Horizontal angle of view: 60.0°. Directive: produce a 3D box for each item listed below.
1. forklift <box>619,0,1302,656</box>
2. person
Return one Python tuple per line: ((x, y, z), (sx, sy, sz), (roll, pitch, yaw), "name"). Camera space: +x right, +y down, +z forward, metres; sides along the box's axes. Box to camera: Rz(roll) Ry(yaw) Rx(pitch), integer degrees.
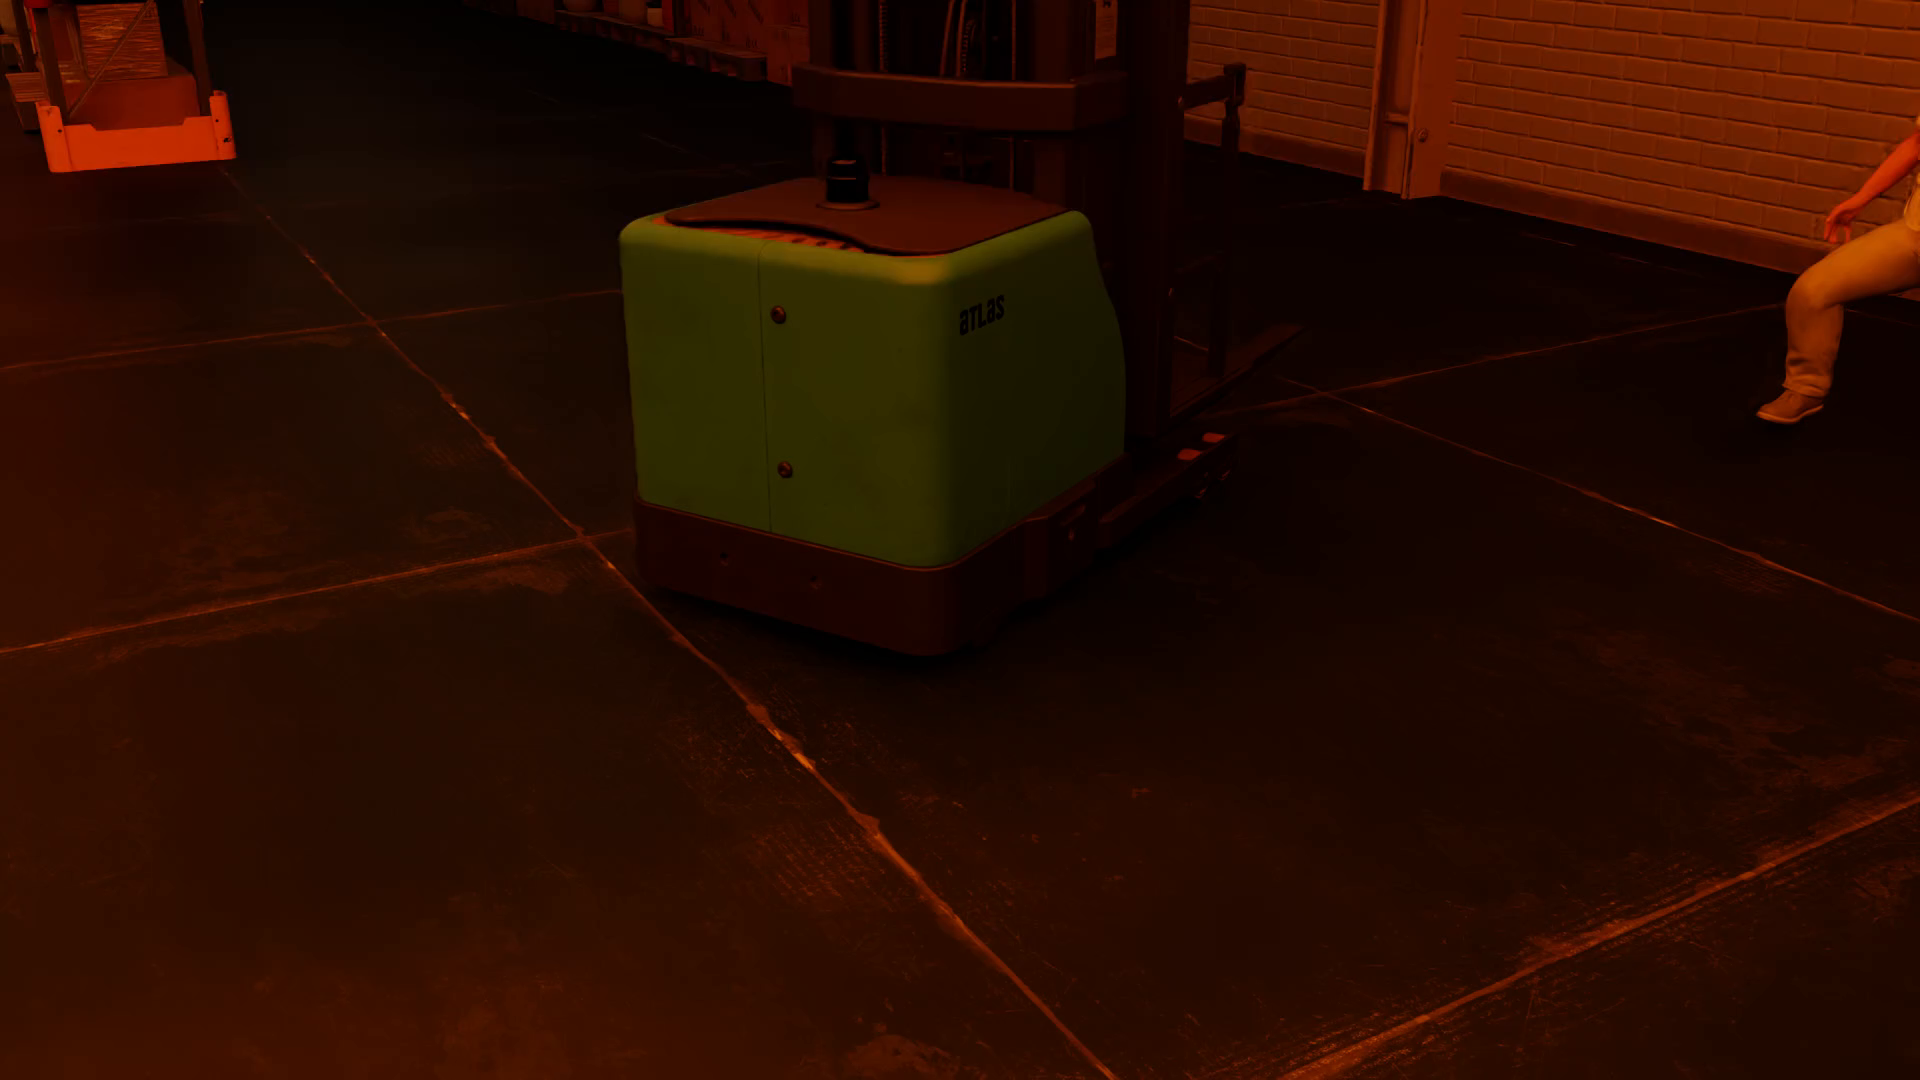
((0.286, -1.573, 5.106), (1.130, 2.935, 3.031), (13, 26, 29), "forklift")
((3.404, -1.017, 5.567), (0.781, 1.624, 0.967), (-8, 24, -20), "person")
